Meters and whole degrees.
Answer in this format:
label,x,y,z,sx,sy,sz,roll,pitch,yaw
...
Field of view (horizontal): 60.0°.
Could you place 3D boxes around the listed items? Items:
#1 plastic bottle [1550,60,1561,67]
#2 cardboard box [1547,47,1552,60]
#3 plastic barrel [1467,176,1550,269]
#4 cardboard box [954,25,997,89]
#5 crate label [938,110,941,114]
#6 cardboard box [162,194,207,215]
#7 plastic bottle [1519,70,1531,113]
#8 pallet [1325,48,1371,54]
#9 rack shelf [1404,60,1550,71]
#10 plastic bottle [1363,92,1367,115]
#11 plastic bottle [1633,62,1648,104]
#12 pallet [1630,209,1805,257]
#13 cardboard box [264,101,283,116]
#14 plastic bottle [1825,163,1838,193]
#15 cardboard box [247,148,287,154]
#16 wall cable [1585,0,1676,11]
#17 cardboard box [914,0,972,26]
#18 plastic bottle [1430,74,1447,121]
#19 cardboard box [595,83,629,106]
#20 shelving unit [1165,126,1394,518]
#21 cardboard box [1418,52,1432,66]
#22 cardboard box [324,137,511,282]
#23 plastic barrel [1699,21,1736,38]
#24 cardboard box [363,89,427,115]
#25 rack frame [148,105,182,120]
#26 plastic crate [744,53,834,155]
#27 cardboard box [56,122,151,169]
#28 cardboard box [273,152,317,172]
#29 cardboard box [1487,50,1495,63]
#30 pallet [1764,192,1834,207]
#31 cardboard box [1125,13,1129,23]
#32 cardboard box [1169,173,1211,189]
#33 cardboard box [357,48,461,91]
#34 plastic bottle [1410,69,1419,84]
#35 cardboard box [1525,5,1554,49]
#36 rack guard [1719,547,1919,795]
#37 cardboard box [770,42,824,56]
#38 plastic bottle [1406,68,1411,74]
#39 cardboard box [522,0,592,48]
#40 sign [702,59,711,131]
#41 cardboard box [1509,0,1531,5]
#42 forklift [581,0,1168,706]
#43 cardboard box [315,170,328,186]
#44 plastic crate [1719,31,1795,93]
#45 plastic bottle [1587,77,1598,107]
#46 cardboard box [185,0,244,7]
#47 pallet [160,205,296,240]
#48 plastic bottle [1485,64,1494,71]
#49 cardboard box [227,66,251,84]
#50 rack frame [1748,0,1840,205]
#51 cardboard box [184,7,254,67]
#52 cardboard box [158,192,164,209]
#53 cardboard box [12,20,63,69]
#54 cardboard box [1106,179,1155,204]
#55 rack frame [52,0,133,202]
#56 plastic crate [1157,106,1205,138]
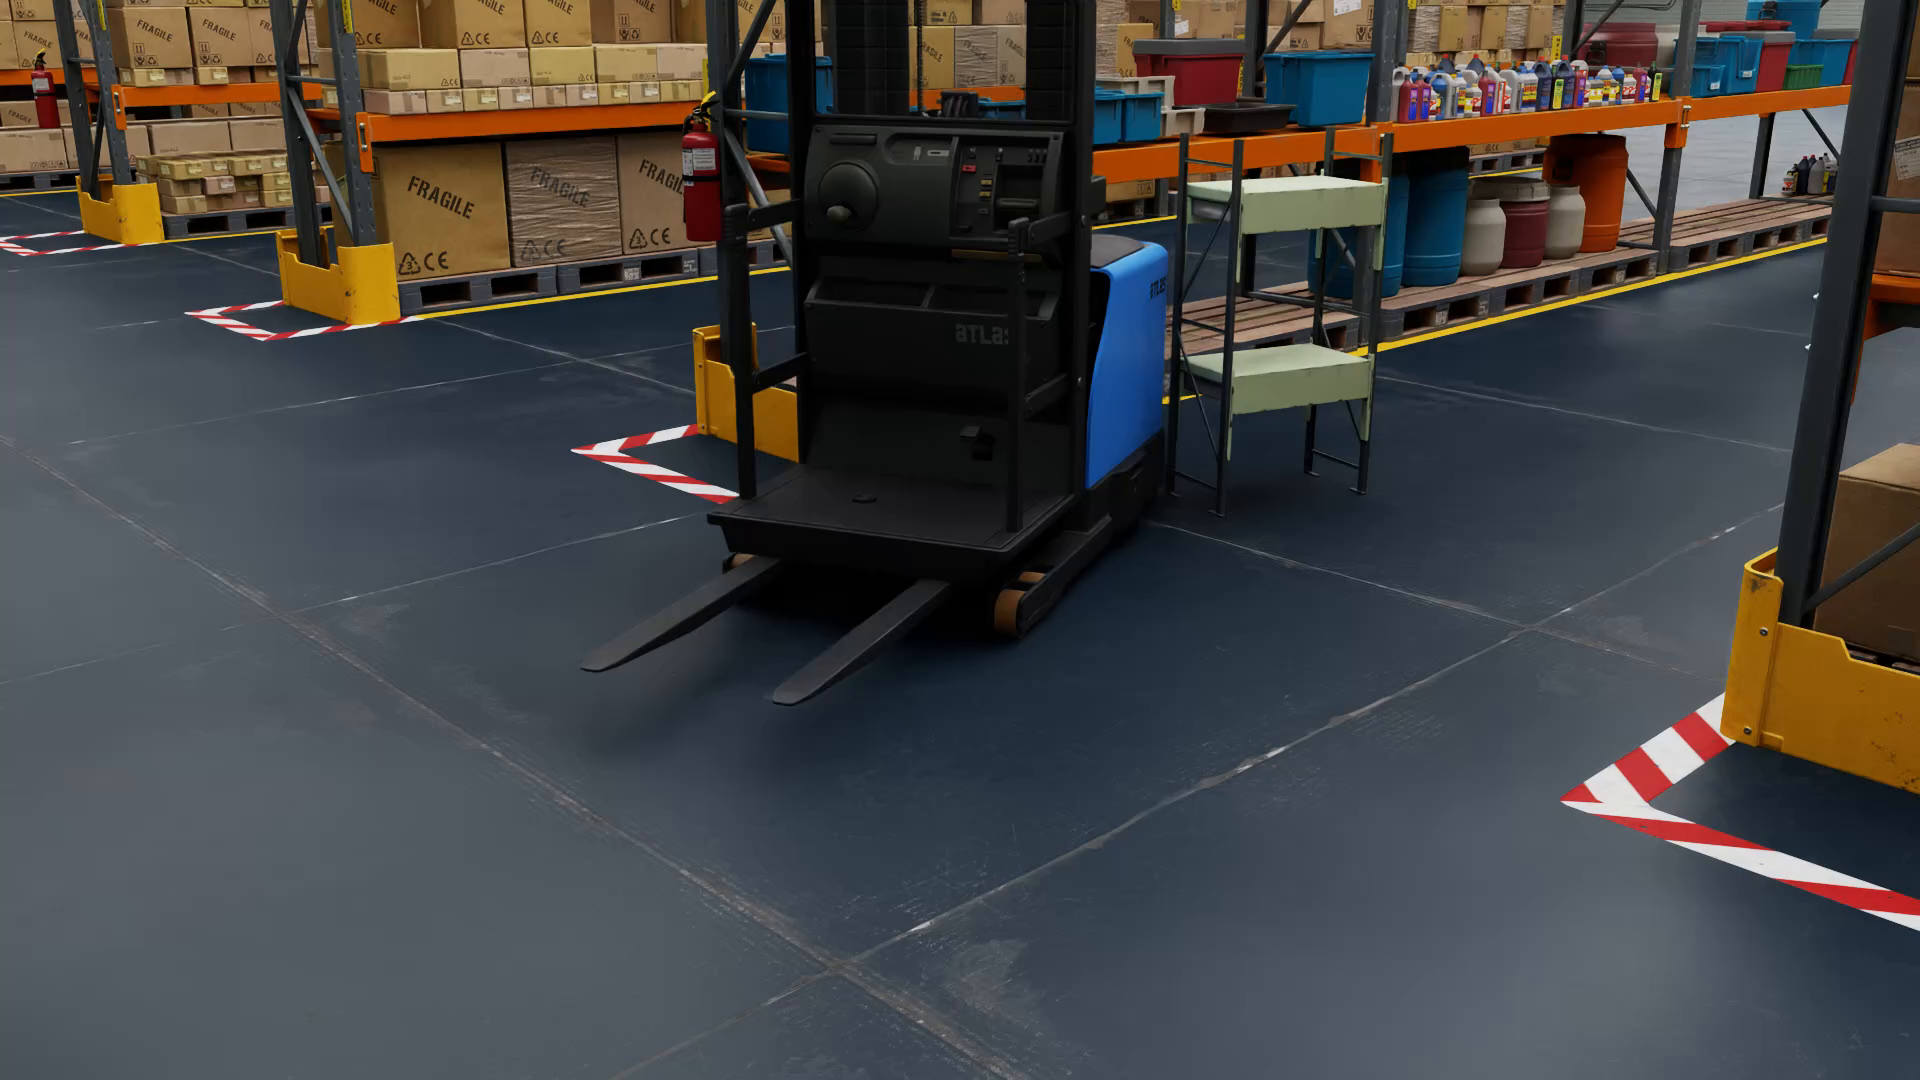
label,x,y,z,sx,sy,sz,roll,pitch,yaw
plastic bottle,4.504,-3.489,12.583,0.135,0.276,0.152,-16,24,-41
cardboard box,7.203,-6.093,20.821,0.250,0.149,0.380,-16,24,-41
plastic barrel,3.876,-2.273,11.860,0.708,0.588,0.600,-16,24,-41
cardboard box,-0.034,-4.131,14.200,0.500,0.500,0.500,-17,25,-42
crate label,0.102,-2.111,8.462,0.243,0.136,0.396,-16,24,-41
cardboard box,-6.909,-2.998,14.808,0.250,0.149,0.380,-16,24,-40
plastic bottle,3.677,-2.935,10.881,0.097,0.271,0.097,0,18,0
pallet,3.889,-5.304,18.291,1.213,0.211,1.003,-16,24,-41
rack shelf,5.997,-5.606,20.078,4.000,0.370,1.077,-16,24,-41
plastic bottle,2.563,-2.834,10.685,0.097,0.201,0.097,0,18,0
plastic bottle,4.872,-3.281,11.931,0.133,0.283,0.061,-16,24,-41
pallet,6.516,-2.653,14.326,1.213,0.211,1.003,-16,24,-41
cardboard box,-10.238,-6.444,24.869,0.500,0.500,0.500,17,25,42
plastic bottle,8.477,-3.542,16.249,0.135,0.276,0.152,-16,24,-41
cardboard box,-6.587,-3.644,15.837,0.250,0.149,0.380,-15,23,-39
wall cable,20.951,-17.820,51.892,0.112,2.526,3.097,-16,24,-41
cardboard box,-0.304,-4.634,14.126,0.637,0.503,0.797,-16,24,-40
plastic bottle,2.933,-2.718,10.212,0.097,0.271,0.097,0,18,0
cardboard box,-2.574,-3.190,11.867,0.250,0.149,0.380,-17,25,-42
shelving unit,1.305,-0.911,6.864,0.755,1.500,0.431,-9,20,-25
cardboard box,5.098,-5.433,18.786,0.250,0.149,0.380,-16,24,-41
cardboard box,-3.765,-2.324,11.554,0.875,0.875,0.875,-16,24,-41
plastic barrel,6.254,-4.078,13.980,0.433,0.535,0.433,0,18,0
cardboard box,-3.690,-2.864,10.860,0.250,0.149,0.380,-16,24,-40
rack frame,-11.490,-7.162,23.710,0.127,3.000,1.000,-16,24,-41
plastic crate,-0.657,-2.030,7.728,0.499,0.435,0.616,-16,24,-41
cardboard box,-9.914,-4.542,19.102,0.875,0.438,0.875,-15,24,-39
cardboard box,-6.175,-3.514,15.436,0.250,0.149,0.380,-15,23,-39
cardboard box,6.138,-5.767,19.816,0.250,0.149,0.380,-16,24,-41
pallet,8.464,-3.221,16.077,1.213,0.211,1.003,-16,24,-41
cardboard box,1.854,-6.931,22.756,0.550,0.550,0.875,-16,24,-41
cardboard box,2.111,-3.844,16.816,0.700,0.500,0.500,16,24,41
cardboard box,-3.641,-3.093,10.922,0.500,0.250,0.500,-17,25,-42
plastic bottle,3.027,-3.003,11.092,0.097,0.271,0.097,0,18,0
cardboard box,6.751,-6.318,20.463,0.500,0.500,0.875,-16,24,-41
rack guard,2.683,0.412,4.403,0.348,0.500,1.175,-16,24,-41
cardboard box,-1.409,-3.747,12.939,0.500,0.250,0.500,-17,24,-42
plastic bottle,2.928,-3.029,11.165,0.135,0.276,0.152,-16,24,-41
cardboard box,-2.905,-3.667,11.476,0.500,0.500,0.500,-17,25,-42
sign,-1.162,-2.069,7.739,0.005,0.325,0.100,-16,24,-41
cardboard box,6.496,-6.652,19.873,0.500,0.500,0.500,-16,24,-41
forklift,-0.178,-1.216,5.482,1.130,2.935,3.031,7,19,21
cardboard box,-6.040,-3.445,15.705,0.250,0.149,0.380,-15,23,-38
plastic crate,6.425,-3.871,13.457,0.583,0.464,0.402,-16,24,-41
plastic bottle,4.351,-3.098,11.499,0.097,0.201,0.097,0,18,0
cardboard box,-6.639,-4.923,14.541,0.500,0.500,0.500,-15,23,-39
pallet,-6.840,-2.969,15.298,1.213,0.211,1.003,-16,24,-41
plastic bottle,3.800,-3.293,11.986,0.097,0.271,0.097,0,18,0
cardboard box,-6.566,-4.184,14.934,0.250,0.149,0.380,-15,23,-38
rack frame,7.947,-4.415,15.237,0.127,3.000,1.000,-16,24,-41
cardboard box,-6.622,-4.456,14.721,0.500,0.500,0.500,-16,24,-41
cardboard box,-7.270,-3.117,15.175,0.250,0.149,0.380,-16,24,-40
cardboard box,-10.089,-5.401,18.117,0.500,0.500,0.500,-17,24,-42
cardboard box,1.122,-3.724,15.872,1.225,0.875,0.875,17,24,41
rack frame,-7.509,-4.115,14.312,0.127,3.000,1.000,-16,24,-41
plastic crate,1.075,-2.186,8.694,0.466,0.136,0.293,-16,24,-41
